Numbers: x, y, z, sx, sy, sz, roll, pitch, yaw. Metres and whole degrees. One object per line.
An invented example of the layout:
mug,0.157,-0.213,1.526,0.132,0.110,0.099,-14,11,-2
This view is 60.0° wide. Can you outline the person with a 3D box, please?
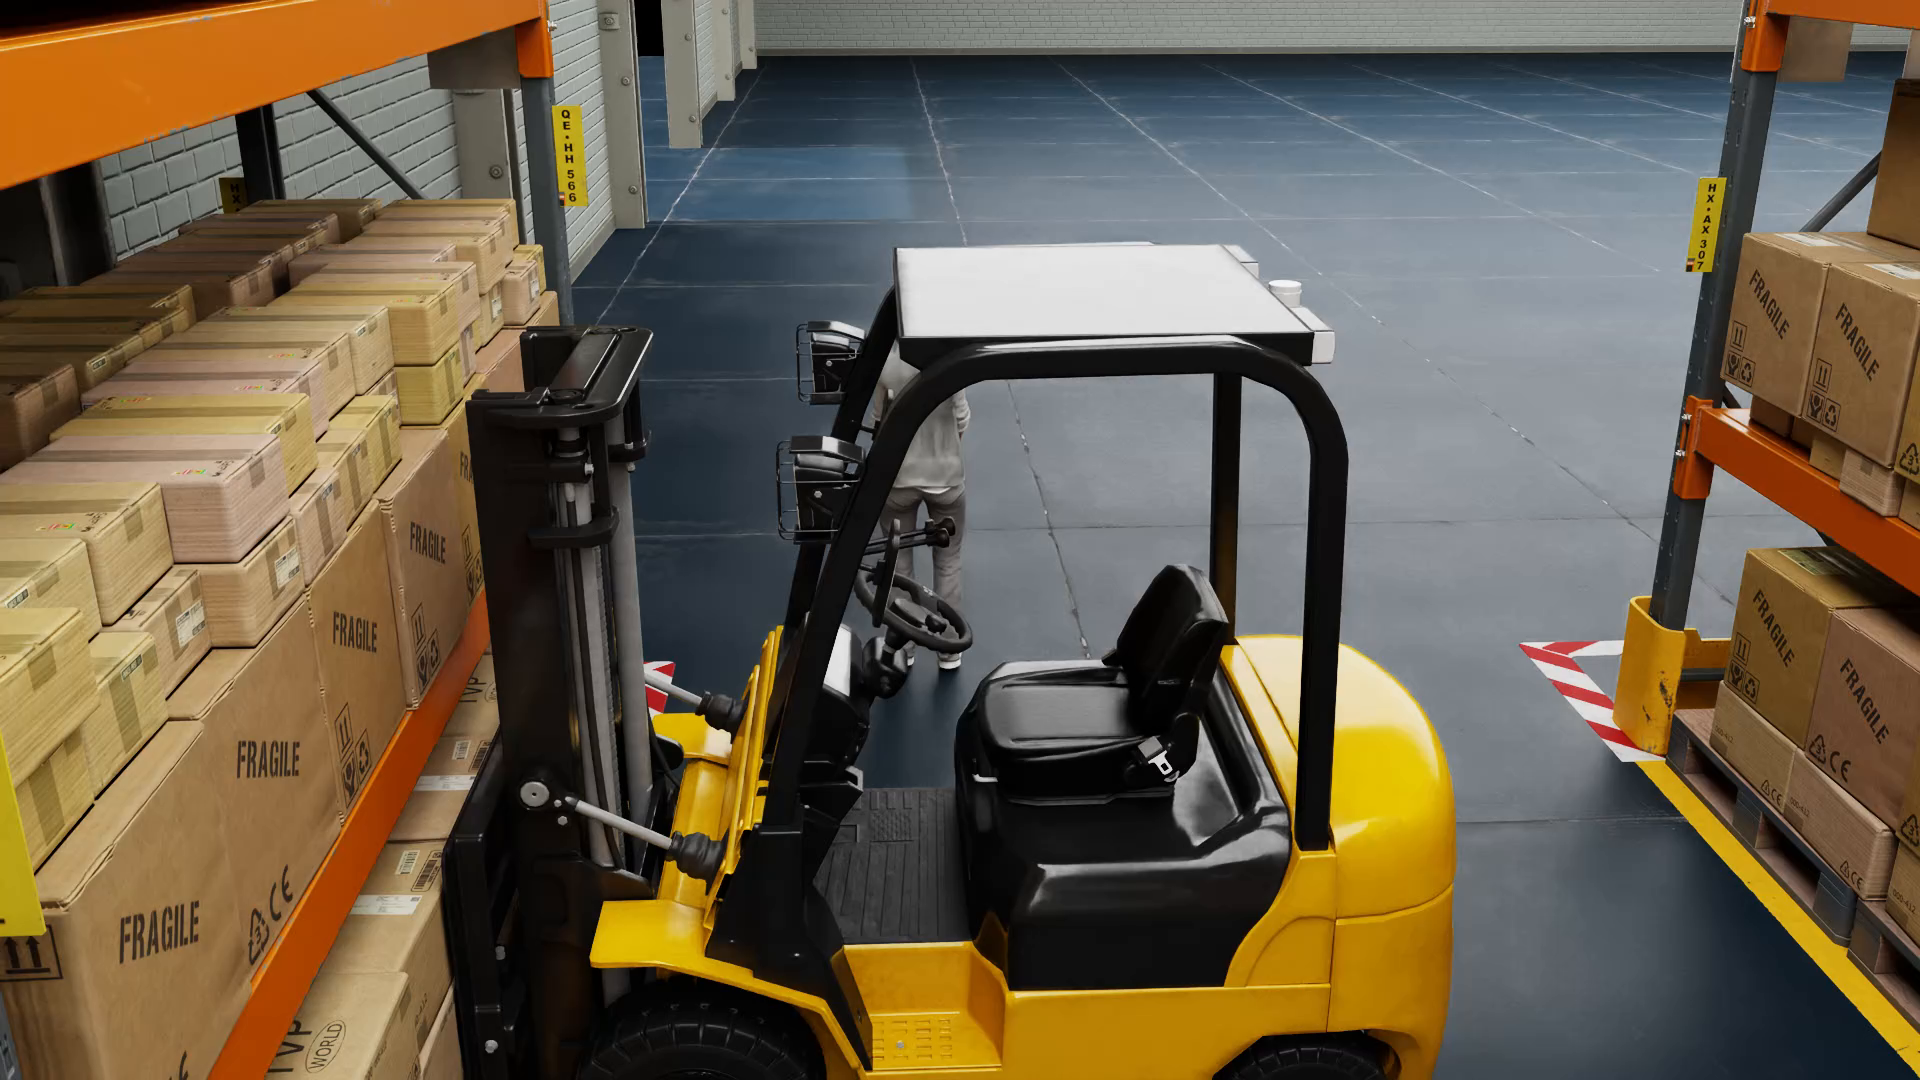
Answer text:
person,-0.162,-0.254,6.774,0.406,1.588,0.492,-1,21,-3
